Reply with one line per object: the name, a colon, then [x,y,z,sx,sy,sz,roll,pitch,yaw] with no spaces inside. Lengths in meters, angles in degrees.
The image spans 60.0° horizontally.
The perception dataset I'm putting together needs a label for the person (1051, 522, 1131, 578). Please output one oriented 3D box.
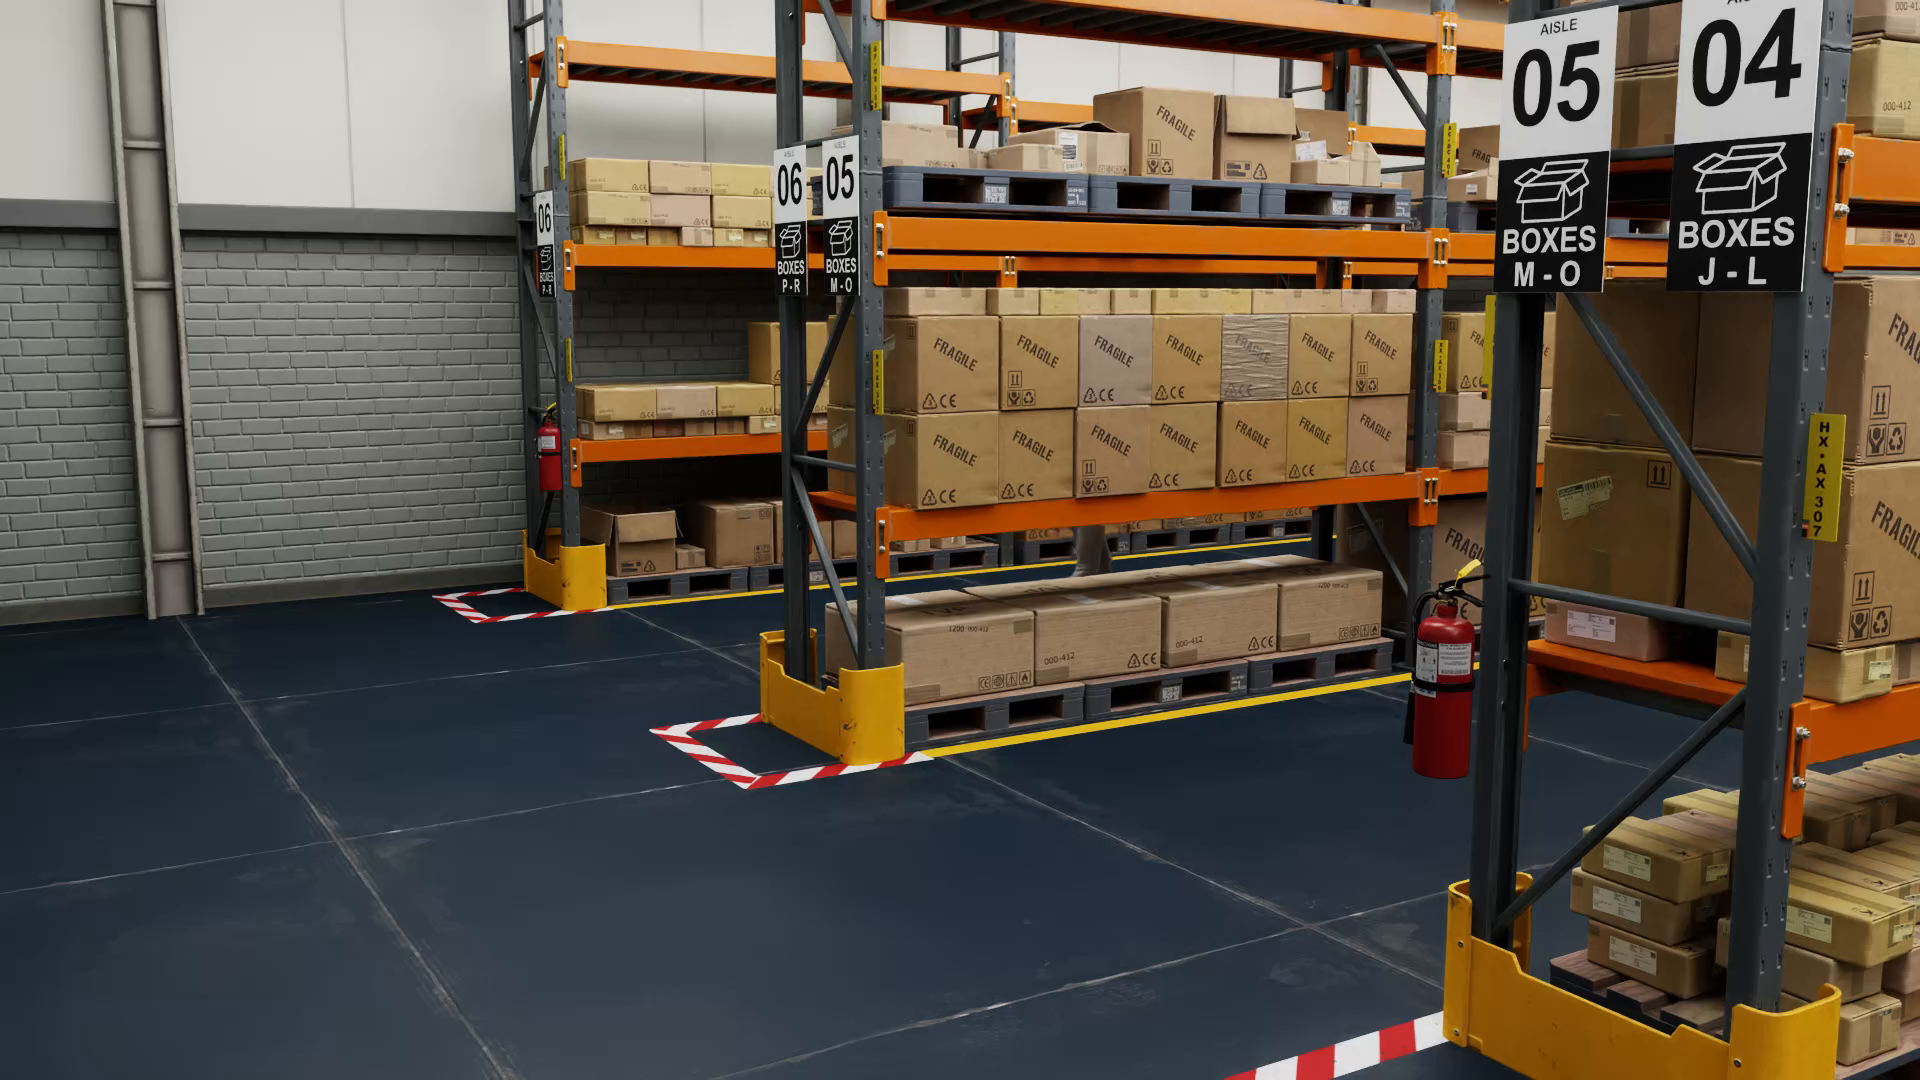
person: [1.030,-0.158,11.869,0.798,1.649,0.493,-4,9,-27]
